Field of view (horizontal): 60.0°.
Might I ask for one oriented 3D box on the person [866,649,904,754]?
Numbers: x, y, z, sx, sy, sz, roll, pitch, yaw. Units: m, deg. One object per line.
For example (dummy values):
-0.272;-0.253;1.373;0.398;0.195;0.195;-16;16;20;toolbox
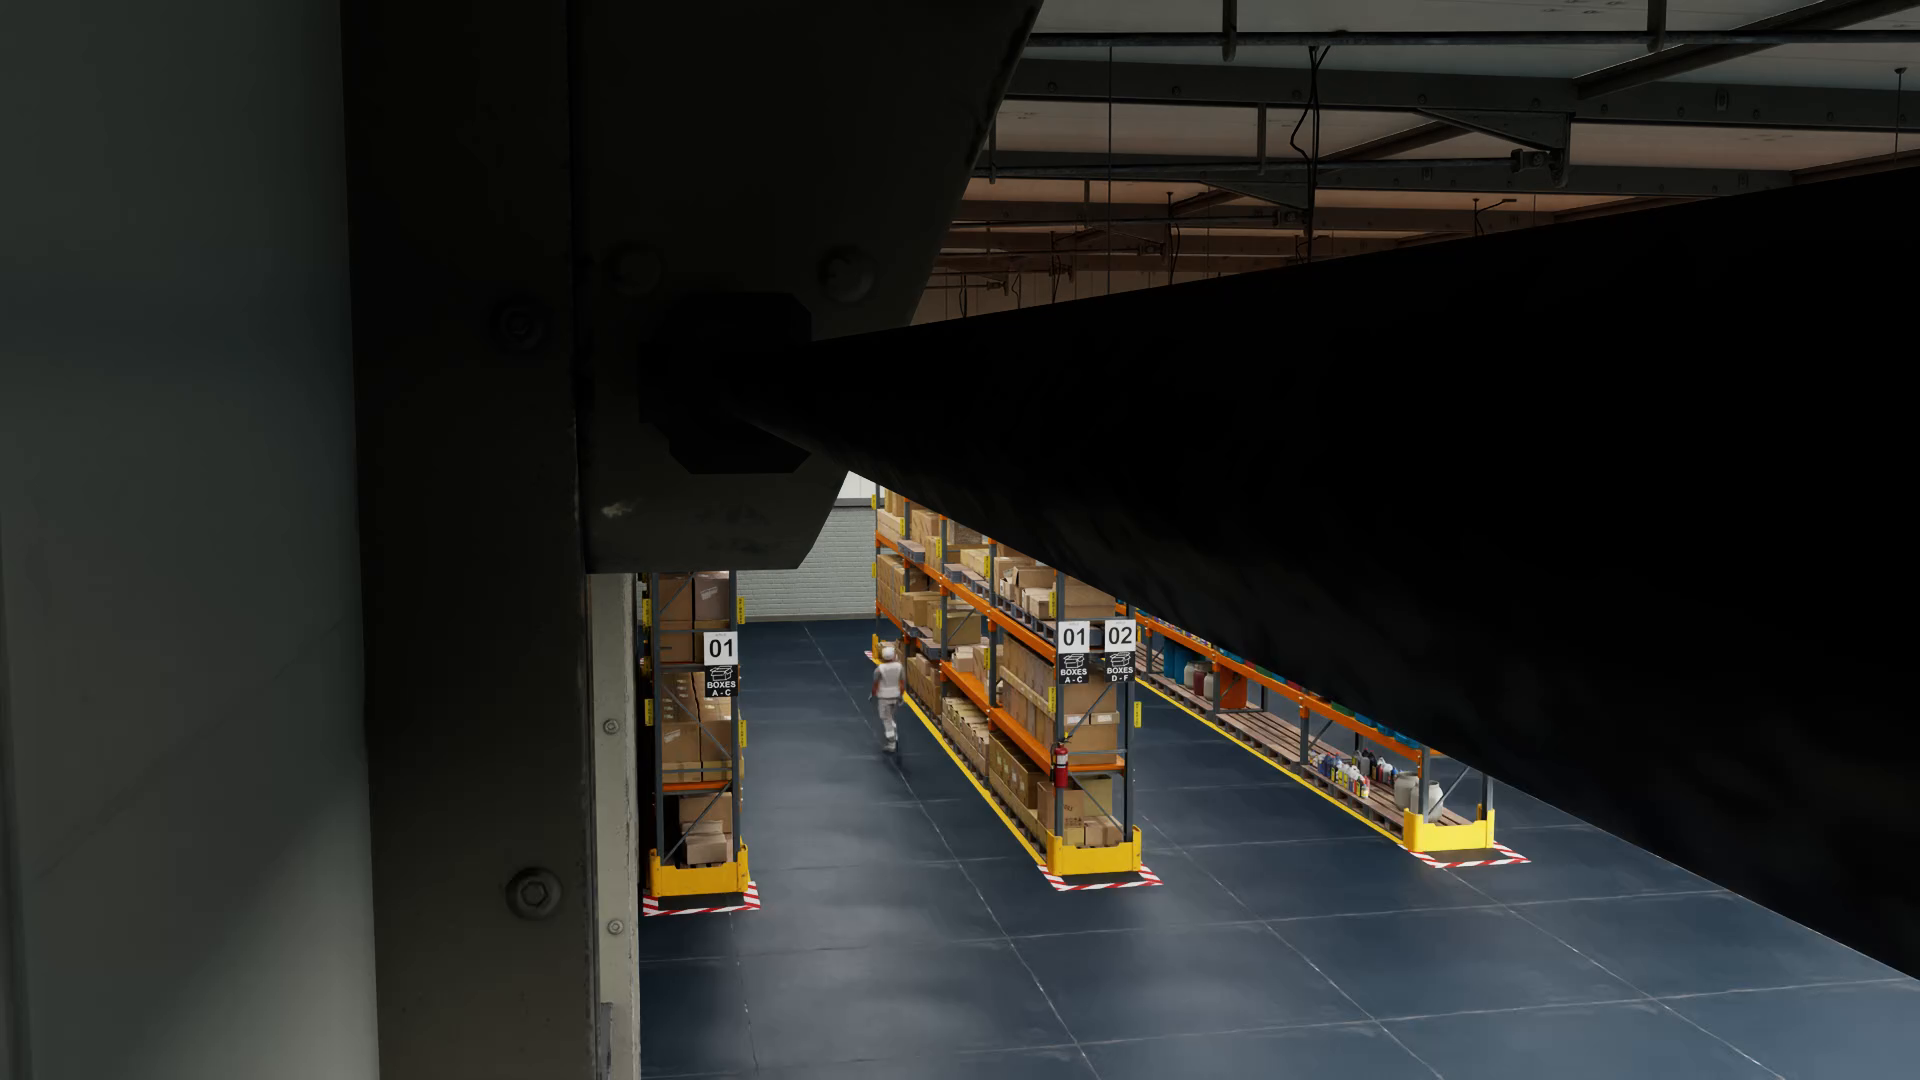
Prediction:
-1.230;2.661;27.513;0.602;1.816;0.639;2;6;21;person
